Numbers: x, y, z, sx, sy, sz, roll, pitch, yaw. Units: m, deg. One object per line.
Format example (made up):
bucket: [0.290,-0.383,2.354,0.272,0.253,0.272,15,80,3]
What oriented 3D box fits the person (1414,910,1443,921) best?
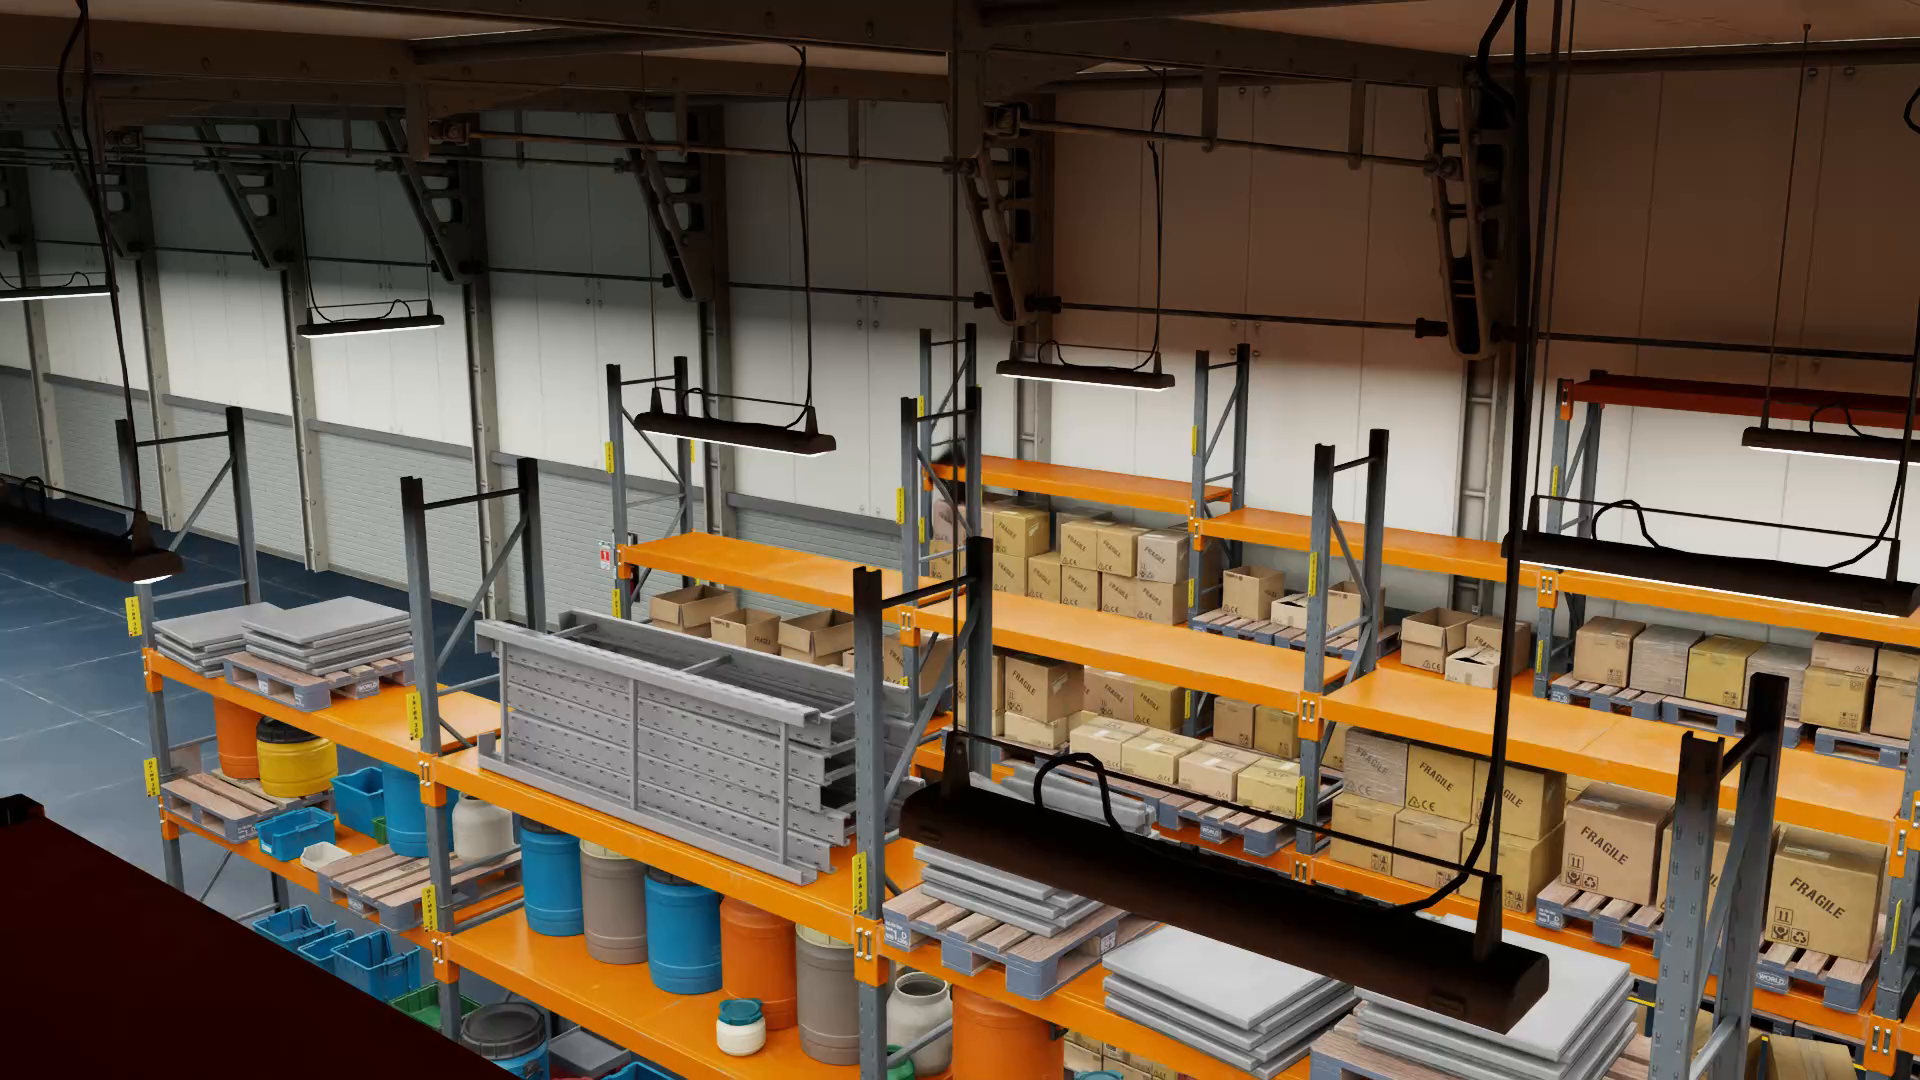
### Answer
person: [4.295,3.867,15.216,0.633,1.727,0.653,10,16,38]
